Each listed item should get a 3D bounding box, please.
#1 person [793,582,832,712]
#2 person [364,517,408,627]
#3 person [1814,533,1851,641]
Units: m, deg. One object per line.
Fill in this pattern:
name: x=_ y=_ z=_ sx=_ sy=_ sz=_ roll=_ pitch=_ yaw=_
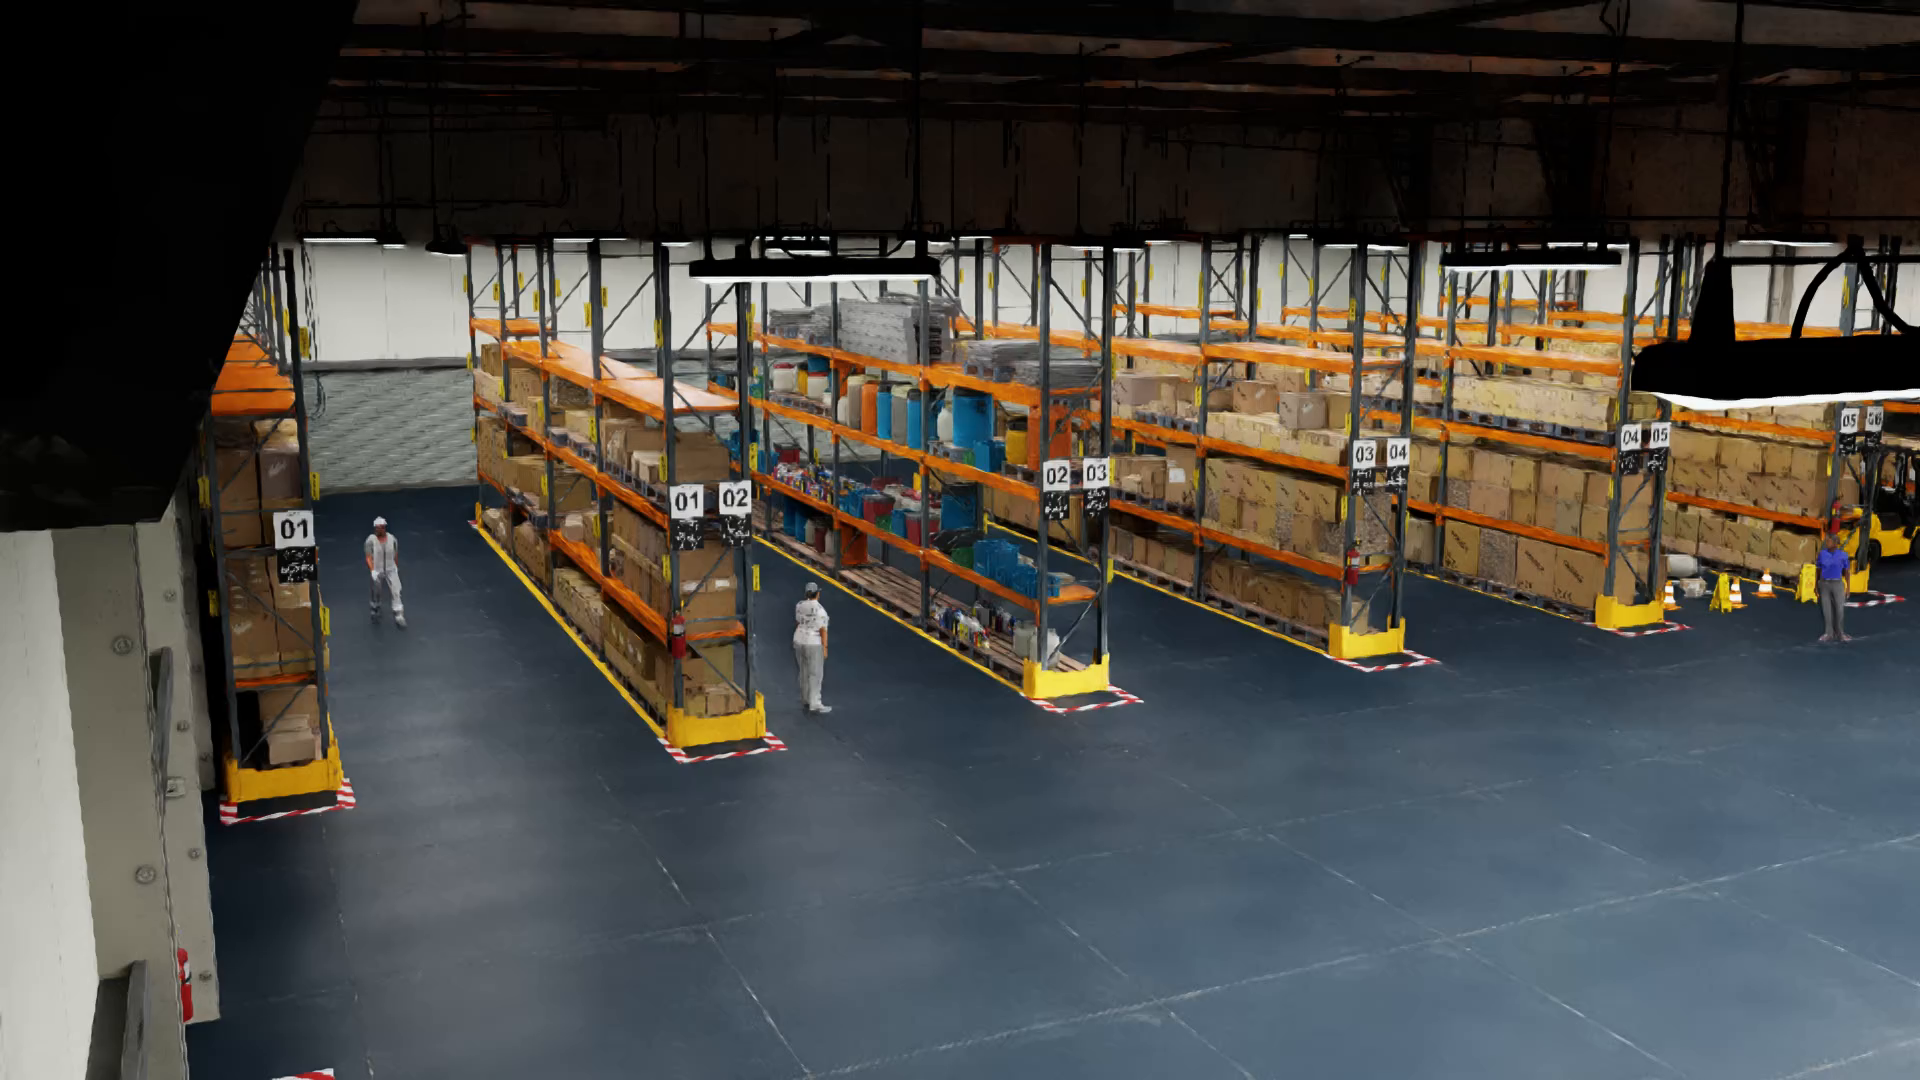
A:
person: x=-1.904 y=1.371 z=21.630 sx=0.578 sy=1.673 sz=0.463 roll=9 pitch=14 yaw=38
person: x=-9.020 y=0.488 z=26.010 sx=0.528 sy=1.727 sz=1.030 roll=-7 pitch=13 yaw=-31
person: x=13.196 y=0.719 z=25.090 sx=0.571 sy=1.633 sz=0.385 roll=9 pitch=14 yaw=39
